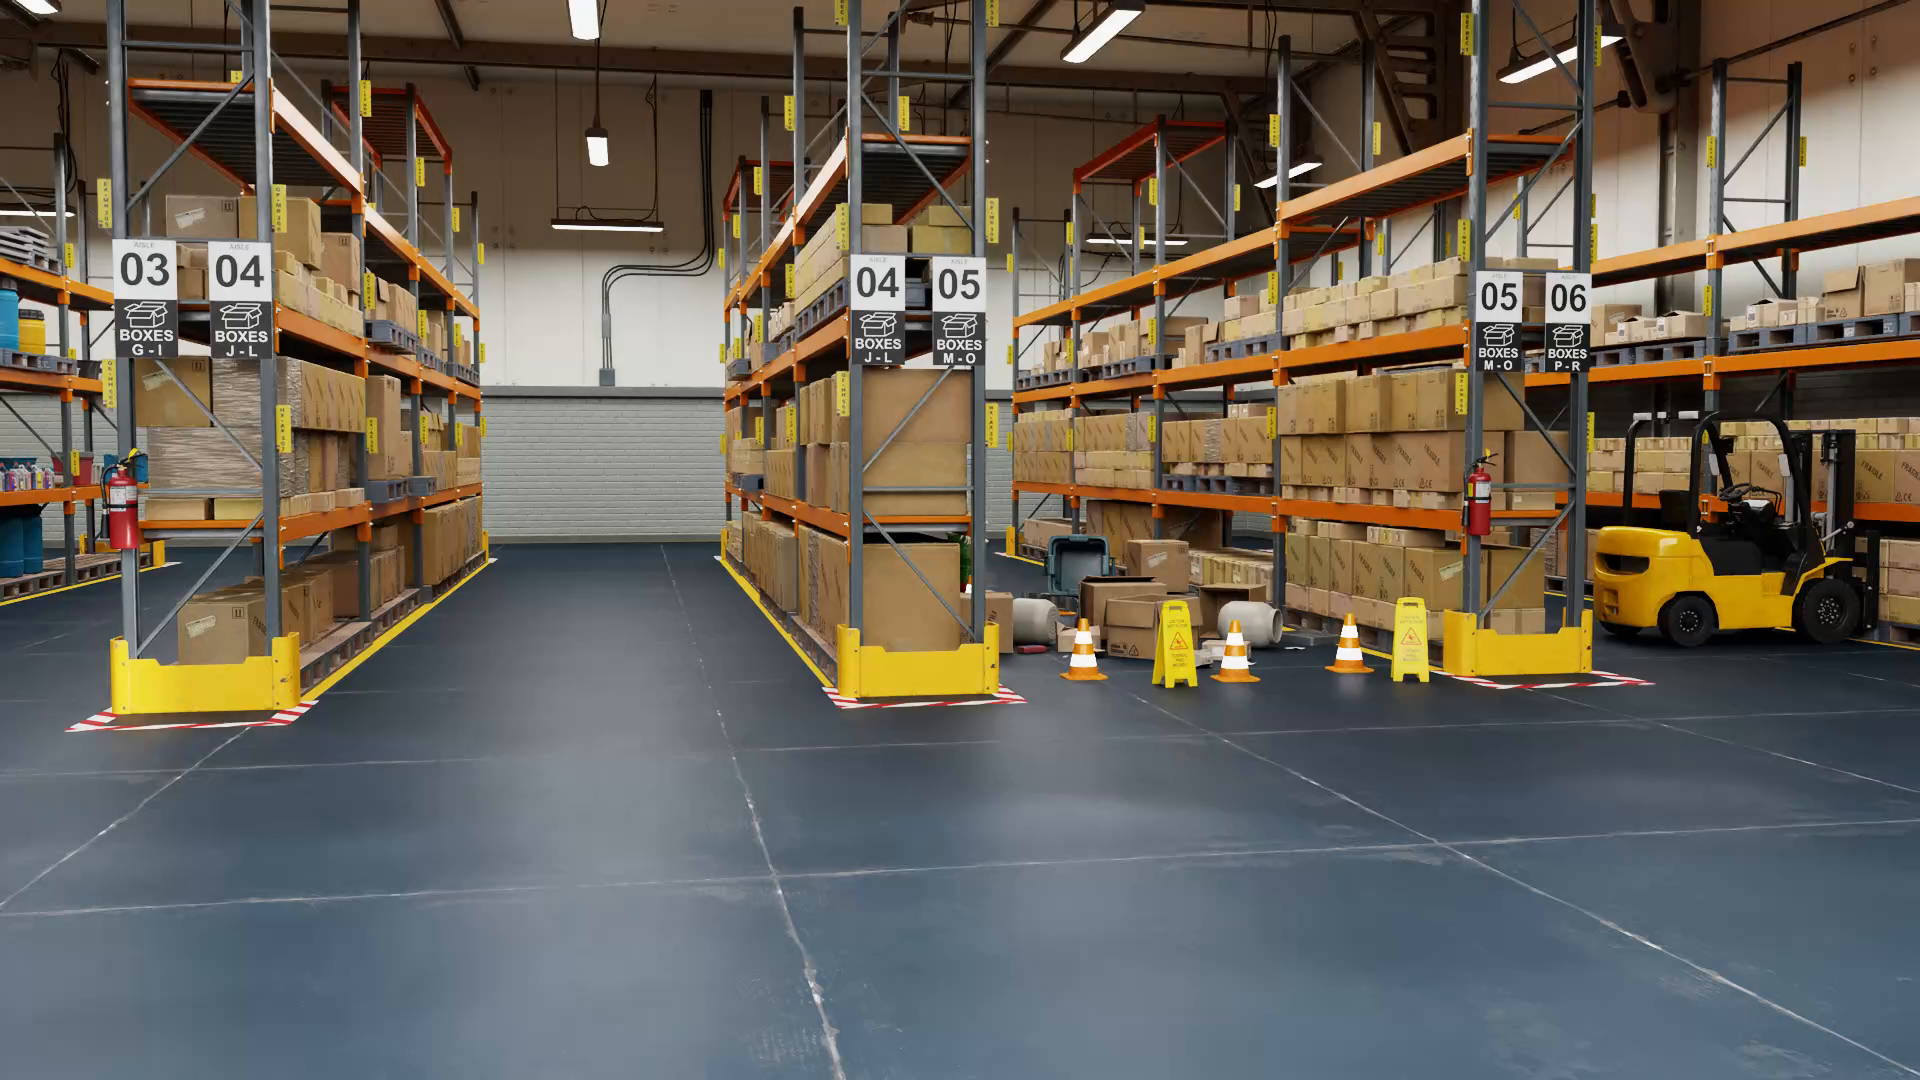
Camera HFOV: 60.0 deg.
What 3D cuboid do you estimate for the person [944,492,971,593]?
[{"bbox_3d":[0.065,-0.084,18.254,0.562,1.790,0.637,-1,3,-11],"label":"person"}]
